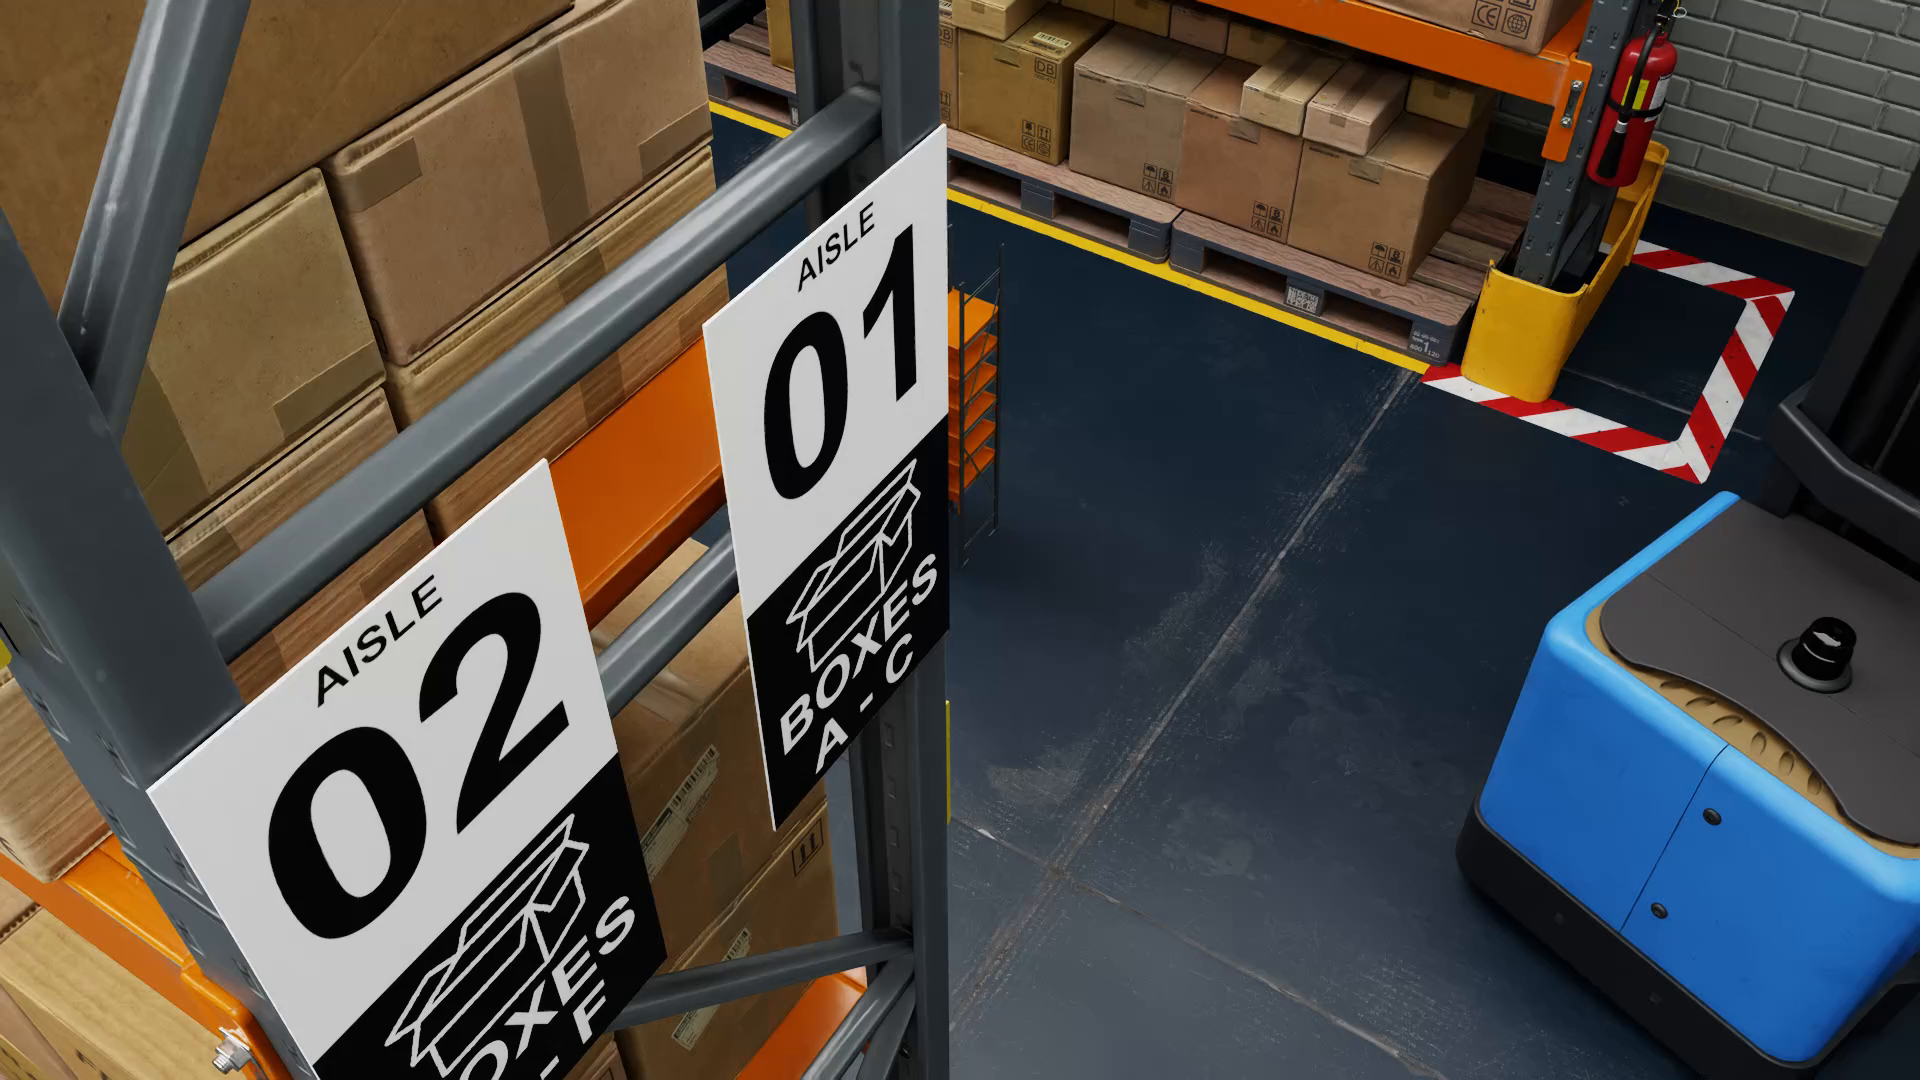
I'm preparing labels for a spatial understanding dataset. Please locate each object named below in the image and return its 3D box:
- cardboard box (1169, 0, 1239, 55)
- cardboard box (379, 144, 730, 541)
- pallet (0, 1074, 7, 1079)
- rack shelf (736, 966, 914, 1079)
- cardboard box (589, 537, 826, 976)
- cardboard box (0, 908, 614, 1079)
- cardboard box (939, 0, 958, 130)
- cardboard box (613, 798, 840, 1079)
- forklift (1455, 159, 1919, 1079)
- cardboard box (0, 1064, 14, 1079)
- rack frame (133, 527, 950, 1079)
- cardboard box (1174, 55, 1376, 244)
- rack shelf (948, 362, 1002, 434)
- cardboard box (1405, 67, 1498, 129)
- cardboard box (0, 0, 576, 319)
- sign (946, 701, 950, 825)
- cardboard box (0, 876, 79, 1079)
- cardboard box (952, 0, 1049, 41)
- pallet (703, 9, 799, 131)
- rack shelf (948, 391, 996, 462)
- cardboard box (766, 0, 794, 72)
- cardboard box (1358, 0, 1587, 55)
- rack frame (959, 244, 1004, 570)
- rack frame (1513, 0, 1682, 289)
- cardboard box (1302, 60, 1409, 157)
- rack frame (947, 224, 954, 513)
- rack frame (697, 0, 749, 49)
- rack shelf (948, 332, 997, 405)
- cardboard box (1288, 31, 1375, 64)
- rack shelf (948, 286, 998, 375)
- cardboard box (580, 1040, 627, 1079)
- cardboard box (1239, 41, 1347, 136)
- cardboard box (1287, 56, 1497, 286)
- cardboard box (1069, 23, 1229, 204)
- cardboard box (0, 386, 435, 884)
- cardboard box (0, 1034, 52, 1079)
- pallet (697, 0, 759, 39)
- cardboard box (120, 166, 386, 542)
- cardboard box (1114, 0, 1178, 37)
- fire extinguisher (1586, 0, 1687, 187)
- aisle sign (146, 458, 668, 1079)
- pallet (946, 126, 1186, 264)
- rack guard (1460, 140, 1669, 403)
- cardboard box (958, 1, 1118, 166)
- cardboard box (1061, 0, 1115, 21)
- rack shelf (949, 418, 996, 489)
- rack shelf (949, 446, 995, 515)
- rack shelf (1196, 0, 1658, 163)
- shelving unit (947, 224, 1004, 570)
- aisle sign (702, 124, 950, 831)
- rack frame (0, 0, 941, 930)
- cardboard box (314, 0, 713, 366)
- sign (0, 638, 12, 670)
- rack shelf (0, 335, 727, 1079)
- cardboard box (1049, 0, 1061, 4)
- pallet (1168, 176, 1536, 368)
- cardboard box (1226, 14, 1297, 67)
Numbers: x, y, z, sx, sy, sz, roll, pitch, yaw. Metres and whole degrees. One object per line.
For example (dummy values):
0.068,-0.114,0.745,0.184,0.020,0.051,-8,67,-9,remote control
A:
1.051,-2.145,6.741,0.250,0.149,0.380,25,51,23,cardboard box
-0.633,-0.324,1.986,0.500,0.250,0.500,25,51,22,cardboard box
-2.096,1.183,4.453,1.213,0.211,1.003,25,51,22,pallet
-2.021,0.498,3.676,4.000,0.370,1.077,25,51,22,rack shelf
-0.569,0.307,2.593,0.500,0.500,0.500,26,51,23,cardboard box
-0.861,0.632,2.277,0.500,0.500,0.500,24,51,22,cardboard box
-0.039,-2.246,7.291,0.500,0.500,0.700,24,51,22,cardboard box
-0.569,0.656,2.952,0.500,0.500,0.500,26,51,23,cardboard box
2.888,-0.454,4.147,3.031,2.935,1.130,-30,53,-26,forklift
-1.718,0.582,3.023,0.500,0.500,0.500,25,51,22,cardboard box
-0.338,1.022,2.666,0.127,3.000,1.000,25,51,22,rack frame
1.269,-1.650,6.712,0.500,0.500,0.700,25,51,22,cardboard box
-0.012,-0.476,5.271,0.180,0.103,0.258,25,51,22,rack shelf
1.903,-1.755,6.361,0.250,0.149,0.380,25,51,22,cardboard box
-0.779,-0.596,1.379,0.500,0.500,0.700,25,51,22,cardboard box
-0.045,0.392,2.674,0.005,0.325,0.100,25,51,22,sign
-1.287,0.437,2.467,0.500,0.500,0.500,26,51,23,cardboard box
0.170,-2.224,6.818,0.250,0.149,0.380,23,50,21,cardboard box
-0.436,-2.206,7.746,1.213,0.211,1.003,25,51,22,pallet
-0.012,-0.393,5.357,0.180,0.103,0.258,25,51,22,rack shelf
-0.460,-2.443,7.482,0.500,0.500,0.700,25,51,23,cardboard box
1.899,-2.266,5.651,0.700,0.700,0.980,27,52,24,cardboard box
0.065,-0.388,5.291,0.006,1.200,0.240,25,51,22,rack frame
2.333,-1.970,5.573,0.127,3.000,1.000,25,51,22,rack frame
1.484,-1.622,6.232,0.250,0.149,0.380,24,51,22,cardboard box
-0.089,-0.459,5.360,0.006,1.200,0.240,25,51,22,rack frame
-1.034,-3.519,7.078,0.127,3.000,1.000,25,51,22,rack frame
-0.012,-0.560,5.185,0.180,0.103,0.258,25,51,22,rack shelf
1.476,-1.950,6.551,0.250,0.149,0.380,25,51,22,cardboard box
-0.012,-0.644,5.099,0.180,0.103,0.258,25,51,22,rack shelf
-0.862,0.978,2.639,0.500,0.500,0.500,26,51,23,cardboard box
1.268,-1.720,6.328,0.250,0.149,0.380,26,51,23,cardboard box
1.690,-1.456,6.524,0.500,0.500,0.700,25,51,22,cardboard box
0.845,-1.844,6.901,0.500,0.500,0.700,23,50,21,cardboard box
-0.913,-0.011,1.682,0.500,0.250,0.500,25,51,22,cardboard box
-1.300,0.779,2.832,0.500,0.500,0.500,25,51,22,cardboard box
-1.724,-2.800,8.324,1.213,0.211,1.003,25,51,22,pallet
-0.908,-0.191,1.508,0.500,0.250,0.500,25,51,22,cardboard box
0.835,-2.244,6.837,0.250,0.149,0.380,25,51,22,cardboard box
2.211,-1.476,5.407,0.183,0.674,0.296,25,51,22,fire extinguisher
-0.446,0.327,1.528,0.004,0.787,0.394,25,51,22,aisle sign
0.595,-1.734,7.288,1.213,0.211,1.003,25,51,22,pallet
2.353,-1.090,6.460,0.348,0.500,1.175,25,51,22,rack guard
0.392,-2.046,7.097,0.500,0.500,0.700,26,51,23,cardboard box
0.622,-2.343,6.933,0.250,0.149,0.380,24,50,21,cardboard box
-0.012,-0.309,5.443,0.180,0.103,0.258,25,51,22,rack shelf
-0.012,-0.226,5.529,0.180,0.103,0.258,25,51,22,rack shelf
0.650,-2.494,6.584,4.000,0.370,1.077,25,51,22,rack shelf
-0.012,-0.424,5.325,0.189,1.200,0.258,25,51,22,shelving unit
-0.122,-0.035,1.880,0.004,0.787,0.394,25,51,22,aisle sign
-0.338,-1.069,0.514,0.127,3.000,1.000,25,51,22,rack frame
-0.630,-0.502,1.810,0.500,0.250,0.500,25,51,22,cardboard box
-0.654,-0.005,0.954,0.005,0.325,0.100,25,51,22,sign
-2.021,-0.547,2.600,4.000,0.370,1.077,25,51,22,rack shelf
0.404,-2.442,7.029,0.250,0.149,0.380,25,51,22,cardboard box
1.618,-1.261,6.828,1.213,0.211,1.003,25,51,22,pallet
1.266,-2.047,6.646,0.250,0.149,0.380,25,51,22,cardboard box
